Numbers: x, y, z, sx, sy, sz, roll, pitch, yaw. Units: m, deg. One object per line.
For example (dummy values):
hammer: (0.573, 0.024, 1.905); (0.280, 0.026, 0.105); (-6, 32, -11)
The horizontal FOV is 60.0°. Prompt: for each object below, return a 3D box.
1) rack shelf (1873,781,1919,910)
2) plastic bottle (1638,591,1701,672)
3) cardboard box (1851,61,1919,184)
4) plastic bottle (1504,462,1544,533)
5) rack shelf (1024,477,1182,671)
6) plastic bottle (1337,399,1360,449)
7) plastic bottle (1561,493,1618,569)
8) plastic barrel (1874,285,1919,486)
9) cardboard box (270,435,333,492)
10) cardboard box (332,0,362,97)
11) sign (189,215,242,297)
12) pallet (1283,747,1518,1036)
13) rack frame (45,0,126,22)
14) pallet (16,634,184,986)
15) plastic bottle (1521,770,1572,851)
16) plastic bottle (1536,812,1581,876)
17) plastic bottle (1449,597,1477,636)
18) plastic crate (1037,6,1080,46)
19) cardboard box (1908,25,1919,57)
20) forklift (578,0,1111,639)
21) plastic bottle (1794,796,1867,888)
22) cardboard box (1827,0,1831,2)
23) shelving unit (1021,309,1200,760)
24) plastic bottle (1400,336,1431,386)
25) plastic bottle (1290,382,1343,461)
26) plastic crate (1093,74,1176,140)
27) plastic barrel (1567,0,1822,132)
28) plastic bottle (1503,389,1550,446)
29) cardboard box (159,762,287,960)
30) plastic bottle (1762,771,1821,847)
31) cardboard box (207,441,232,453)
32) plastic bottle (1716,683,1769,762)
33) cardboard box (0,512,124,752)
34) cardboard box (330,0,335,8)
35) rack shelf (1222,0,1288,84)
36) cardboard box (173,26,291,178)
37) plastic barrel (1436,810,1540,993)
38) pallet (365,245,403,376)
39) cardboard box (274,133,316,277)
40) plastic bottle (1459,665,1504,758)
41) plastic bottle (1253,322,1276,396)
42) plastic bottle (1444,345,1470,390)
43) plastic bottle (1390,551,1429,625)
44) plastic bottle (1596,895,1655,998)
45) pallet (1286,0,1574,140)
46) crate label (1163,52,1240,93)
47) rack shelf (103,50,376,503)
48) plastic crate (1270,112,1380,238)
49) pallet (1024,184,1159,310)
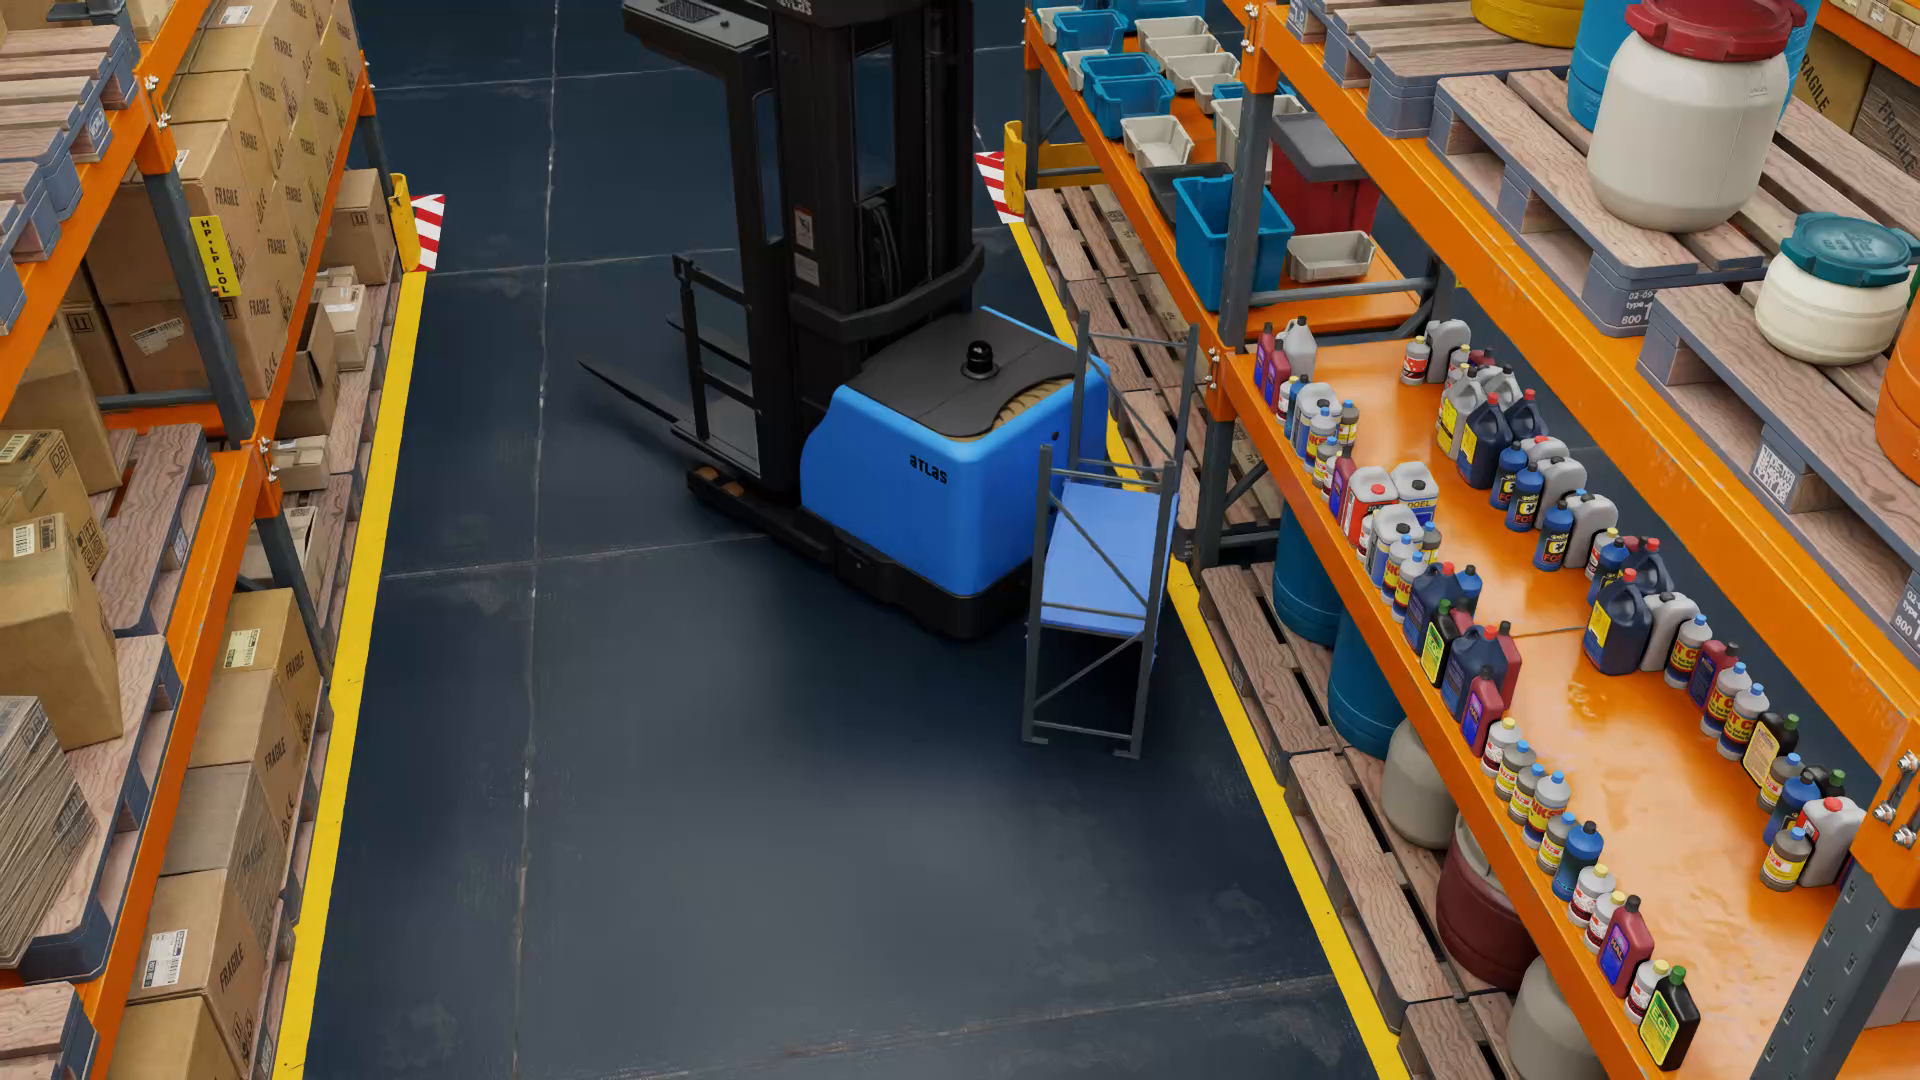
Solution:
rack shelf: (2.656, 1.675, 1.690); (1.077, 0.370, 4.000); (-6, 38, -8)
plastic bottle: (2.304, 0.283, 5.442); (0.152, 0.276, 0.135); (-6, 38, -8)
cardboard box: (6.129, -2.397, 10.179); (0.875, 0.875, 0.875); (-6, 38, -8)
plastic bottle: (2.048, -0.163, 6.020); (0.097, 0.271, 0.097); (0, 38, 0)
rack shelf: (0.621, 0.122, 7.048); (0.538, 0.185, 1.000); (8, 38, 8)
plastic bottle: (1.494, -0.453, 6.450); (0.097, 0.201, 0.097); (0, 38, 0)
plastic bottle: (2.208, -0.050, 5.870); (0.152, 0.276, 0.135); (-6, 38, -8)
plastic barrel: (2.209, -0.496, 3.206); (0.600, 0.830, 0.708); (-6, 38, -8)
cardboard box: (-3.295, -0.371, 8.134); (0.380, 0.166, 0.250); (-6, 38, -8)
cardboard box: (-3.628, -2.732, 9.141); (0.500, 0.500, 0.500); (-5, 38, -7)
sign: (-2.728, -1.037, 6.096); (0.100, 0.325, 0.005); (-6, 38, -8)
pallet: (1.915, 1.261, 6.354); (1.003, 0.211, 1.213); (-6, 38, -8)
rack frame: (-3.273, -2.887, 4.531); (1.000, 3.000, 0.127); (-6, 38, -8)
pallet: (-2.918, 0.800, 4.832); (1.003, 0.211, 1.213); (-6, 38, -8)
plastic bottle: (1.703, 0.774, 4.814); (0.097, 0.271, 0.097); (0, 38, 0)
plastic bottle: (1.720, 0.860, 4.760); (0.097, 0.201, 0.097); (0, 38, 0)
plastic bottle: (1.618, 0.326, 5.381); (0.061, 0.283, 0.133); (-6, 38, -8)
plastic crate: (0.597, -2.997, 9.729); (0.250, 0.136, 0.298); (-6, 38, -8)
cardboard box: (5.744, -2.872, 9.606); (0.380, 0.149, 0.250); (-7, 38, -8)
forklift: (-0.738, -1.493, 7.683); (3.031, 2.935, 1.130); (29, 46, 32)
plastic bottle: (2.466, 0.841, 4.724); (0.152, 0.276, 0.135); (-6, 38, -8)
cardboard box: (5.563, -3.493, 10.406); (0.380, 0.149, 0.250); (-7, 38, -9)
shelving unit: (0.625, -0.020, 6.938); (0.538, 1.500, 1.048); (8, 38, 8)
plastic bottle: (1.872, -0.742, 6.822); (0.097, 0.201, 0.097); (0, 38, 0)
plastic bottle: (1.374, -0.458, 6.396); (0.152, 0.276, 0.135); (-6, 38, -8)
plastic crate: (0.905, -2.261, 8.703); (0.416, 0.233, 0.300); (-6, 38, -8)
plastic barrel: (2.054, -1.583, 4.546); (0.600, 0.901, 0.708); (-6, 38, -8)
plastic bottle: (2.120, -0.398, 6.257); (0.144, 0.351, 0.185); (-6, 38, -8)
cardboard box: (-2.739, 1.165, 5.884); (0.500, 0.500, 0.500); (-6, 38, -7)
plastic bottle: (2.413, 0.776, 4.811); (0.097, 0.271, 0.097); (0, 38, 0)
cardboard box: (-3.784, -0.397, 8.049); (0.500, 0.311, 0.500); (-6, 38, -8)
plastic bottle: (2.409, 0.550, 5.102); (0.097, 0.271, 0.097); (0, 38, 0)
cardboard box: (-2.903, 0.337, 4.847); (0.700, 0.500, 0.500); (-16, 41, -19)
cardboard box: (-3.626, -3.129, 8.836); (0.500, 0.500, 0.500); (-7, 38, -8)
rack shelf: (1.253, -3.157, 7.910); (1.077, 0.370, 4.000); (-6, 38, -8)
cardboard box: (-3.260, -1.889, 7.241); (0.500, 0.500, 0.500); (-7, 38, -9)
plastic barrel: (2.005, 1.178, 5.812); (0.600, 0.588, 0.708); (-6, 38, -8)
pallet: (-3.821, -1.306, 9.659); (1.003, 0.211, 1.213); (-6, 38, -8)
cardboard box: (-3.273, -1.506, 7.562); (0.500, 0.500, 0.500); (-6, 38, -8)
plastic bottle: (1.614, 0.525, 5.125); (0.061, 0.283, 0.133); (-6, 38, -8)
plastic bottle: (1.248, -0.735, 6.746); (0.061, 0.283, 0.133); (-6, 38, -8)
plastic bottle: (2.039, -0.700, 6.768); (0.097, 0.201, 0.097); (0, 38, 0)
plastic bottle: (1.523, 0.154, 5.612); (0.097, 0.271, 0.097); (0, 38, 0)
plastic bottle: (1.774, 1.076, 4.416); (0.061, 0.283, 0.133); (-6, 38, -8)
pallet: (1.838, -1.696, 5.597); (1.213, 0.211, 1.003); (-6, 38, -8)
crate label: (1.333, -2.569, 9.178); (0.396, 0.136, 0.243); (-6, 38, -8)
rack shelf: (-3.624, -1.442, 8.148); (1.077, 0.370, 4.000); (-6, 38, -8)
plastic crate: (1.694, -1.664, 7.746); (0.402, 0.464, 0.583); (-6, 38, -8)
pallet: (1.009, -1.861, 10.374); (1.003, 0.211, 1.213); (-6, 38, -8)
